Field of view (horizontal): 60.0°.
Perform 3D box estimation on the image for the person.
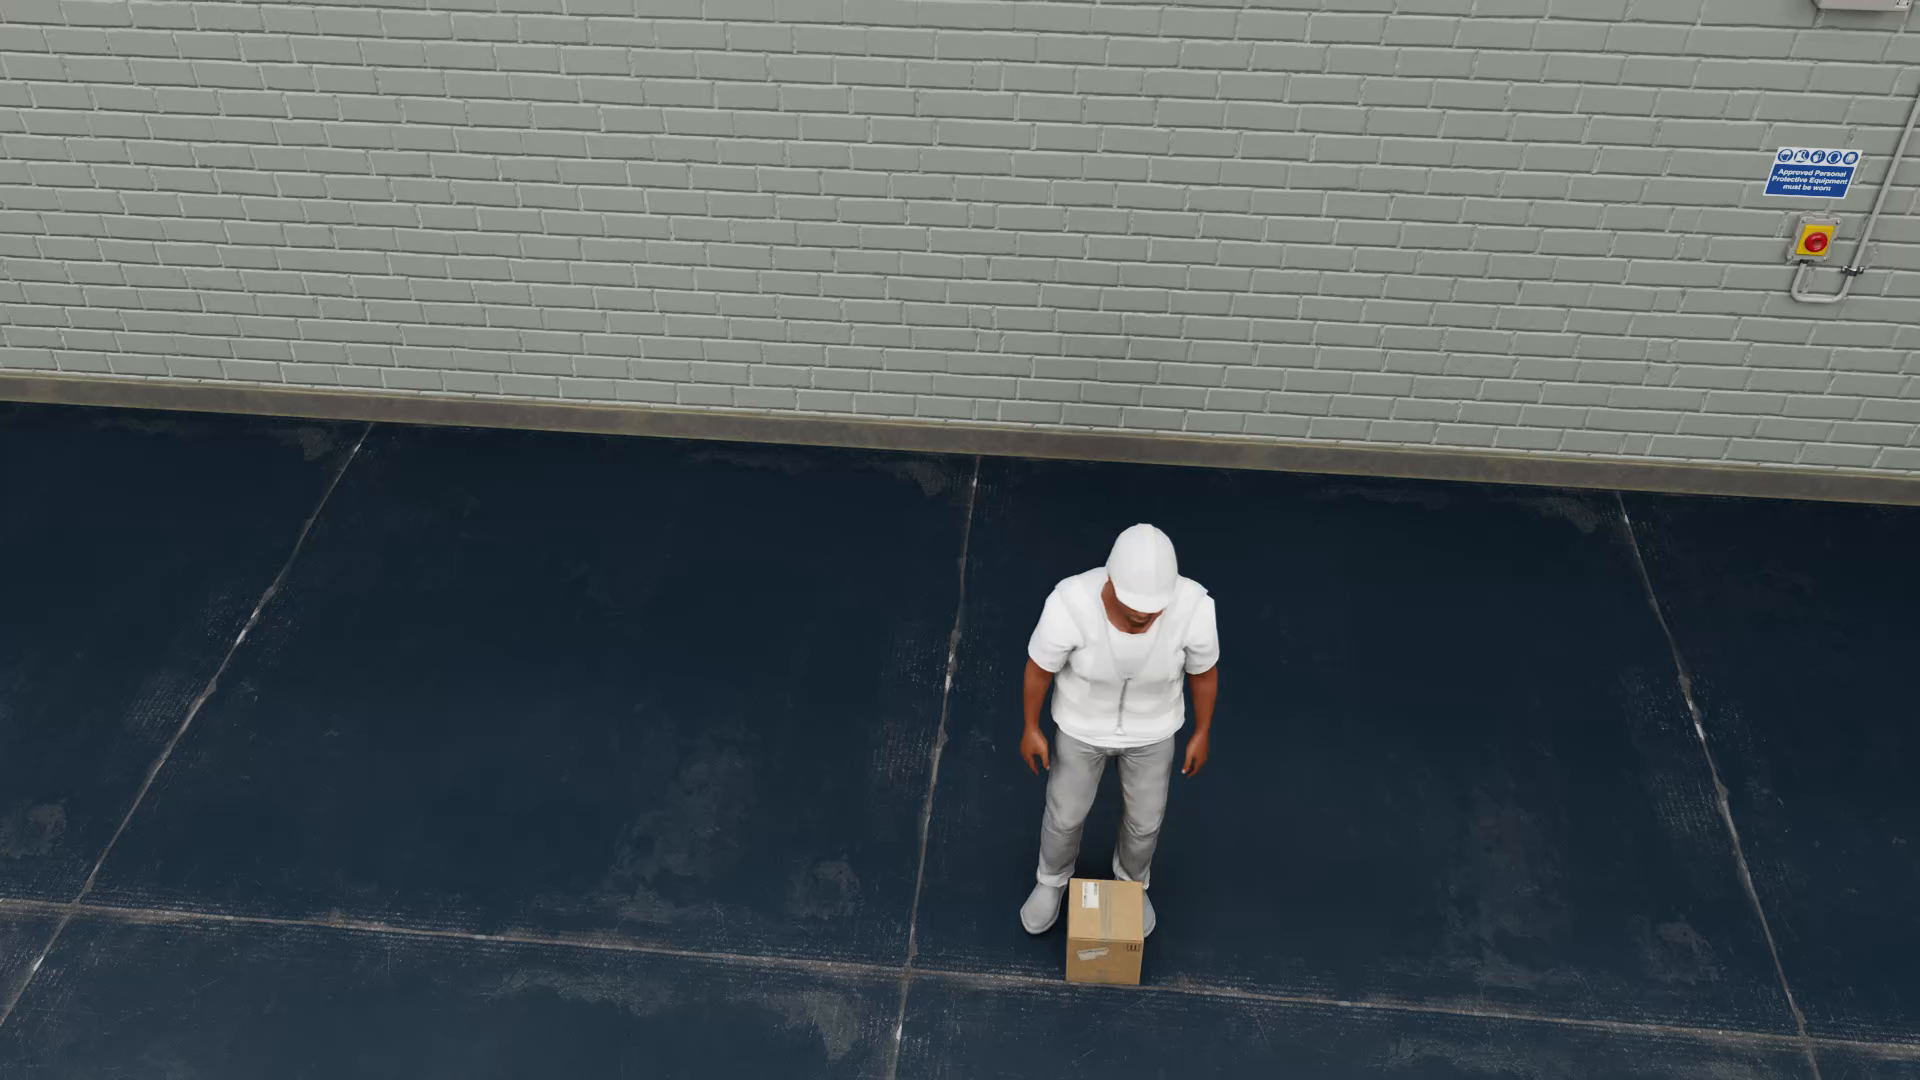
[{"bbox_3d":[0.509,0.620,5.400,0.629,1.759,0.461,1,40,1],"label":"person"}]
